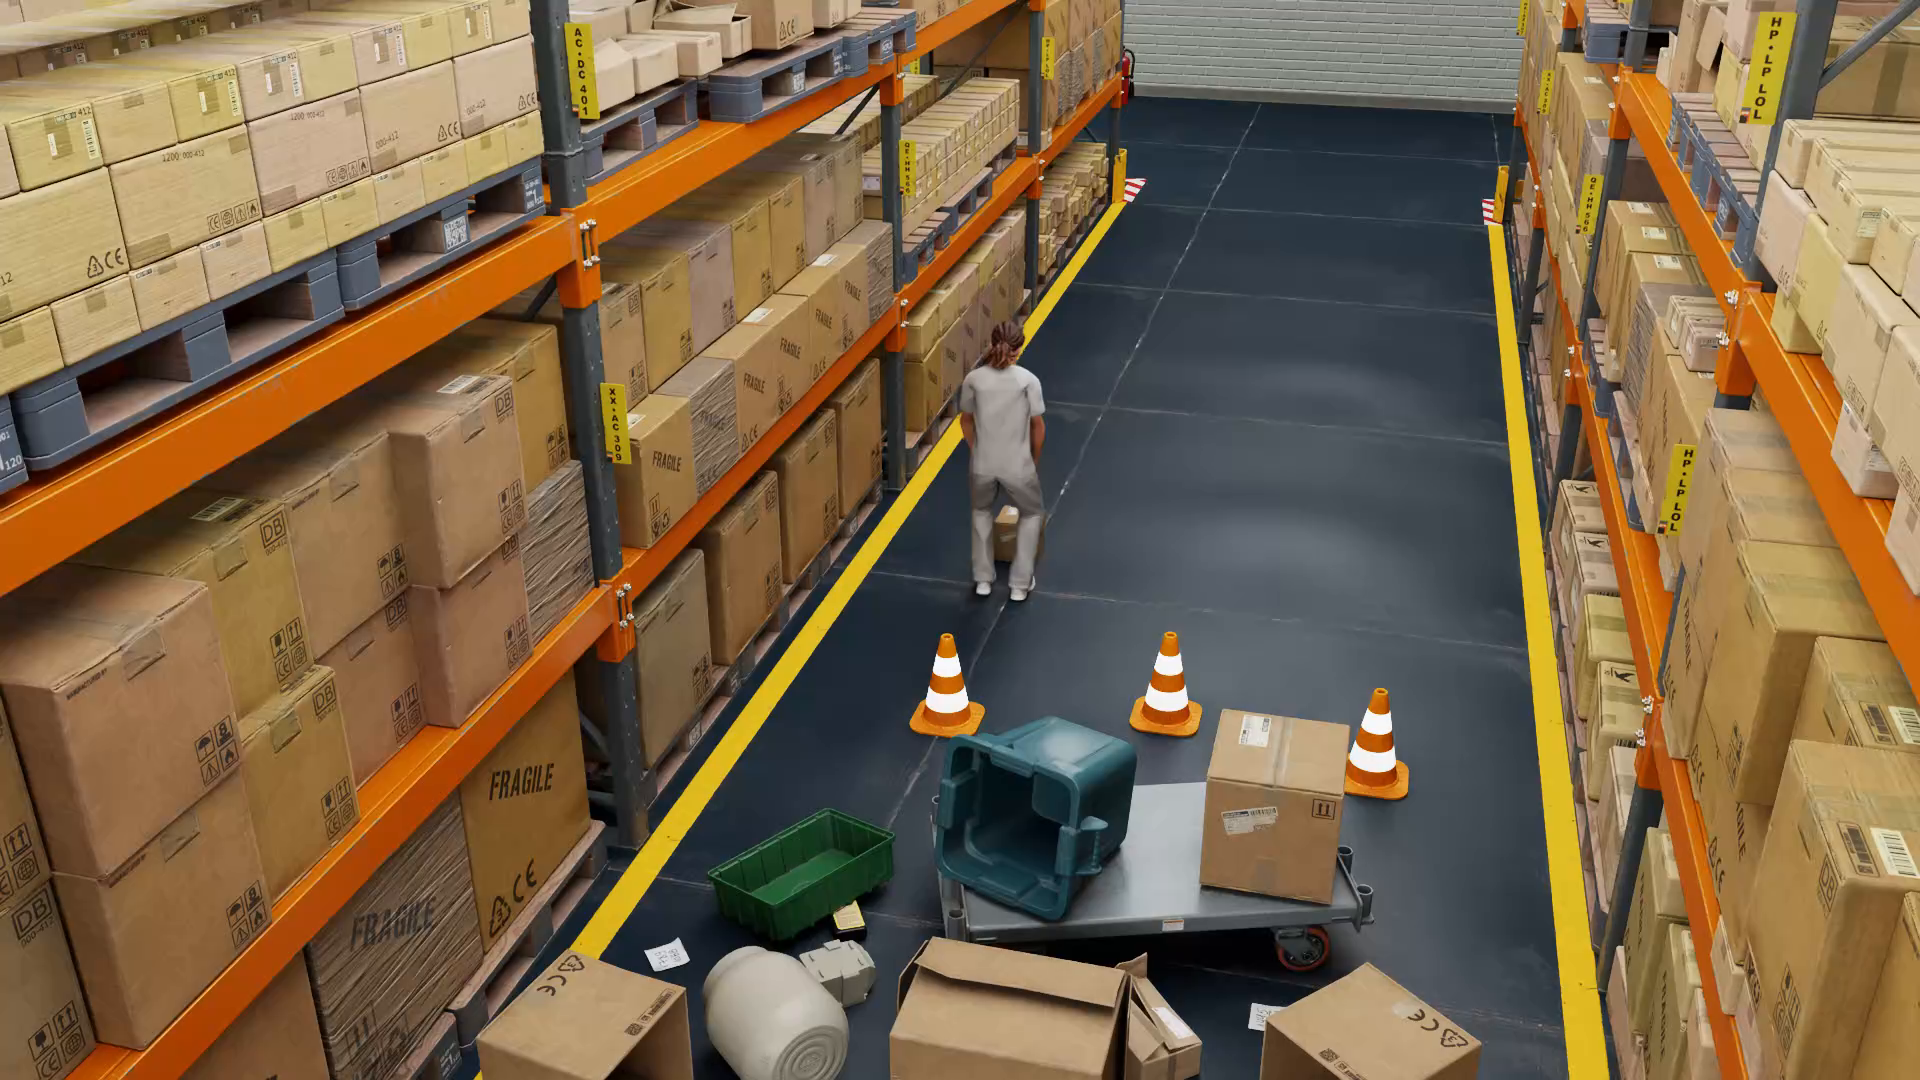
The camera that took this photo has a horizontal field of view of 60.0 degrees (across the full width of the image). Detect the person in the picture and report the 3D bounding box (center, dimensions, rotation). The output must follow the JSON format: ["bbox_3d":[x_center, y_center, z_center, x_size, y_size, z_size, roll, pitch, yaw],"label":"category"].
[{"bbox_3d":[0.224,-0.425,9.178,0.480,1.536,0.511,6,26,13],"label":"person"}]
